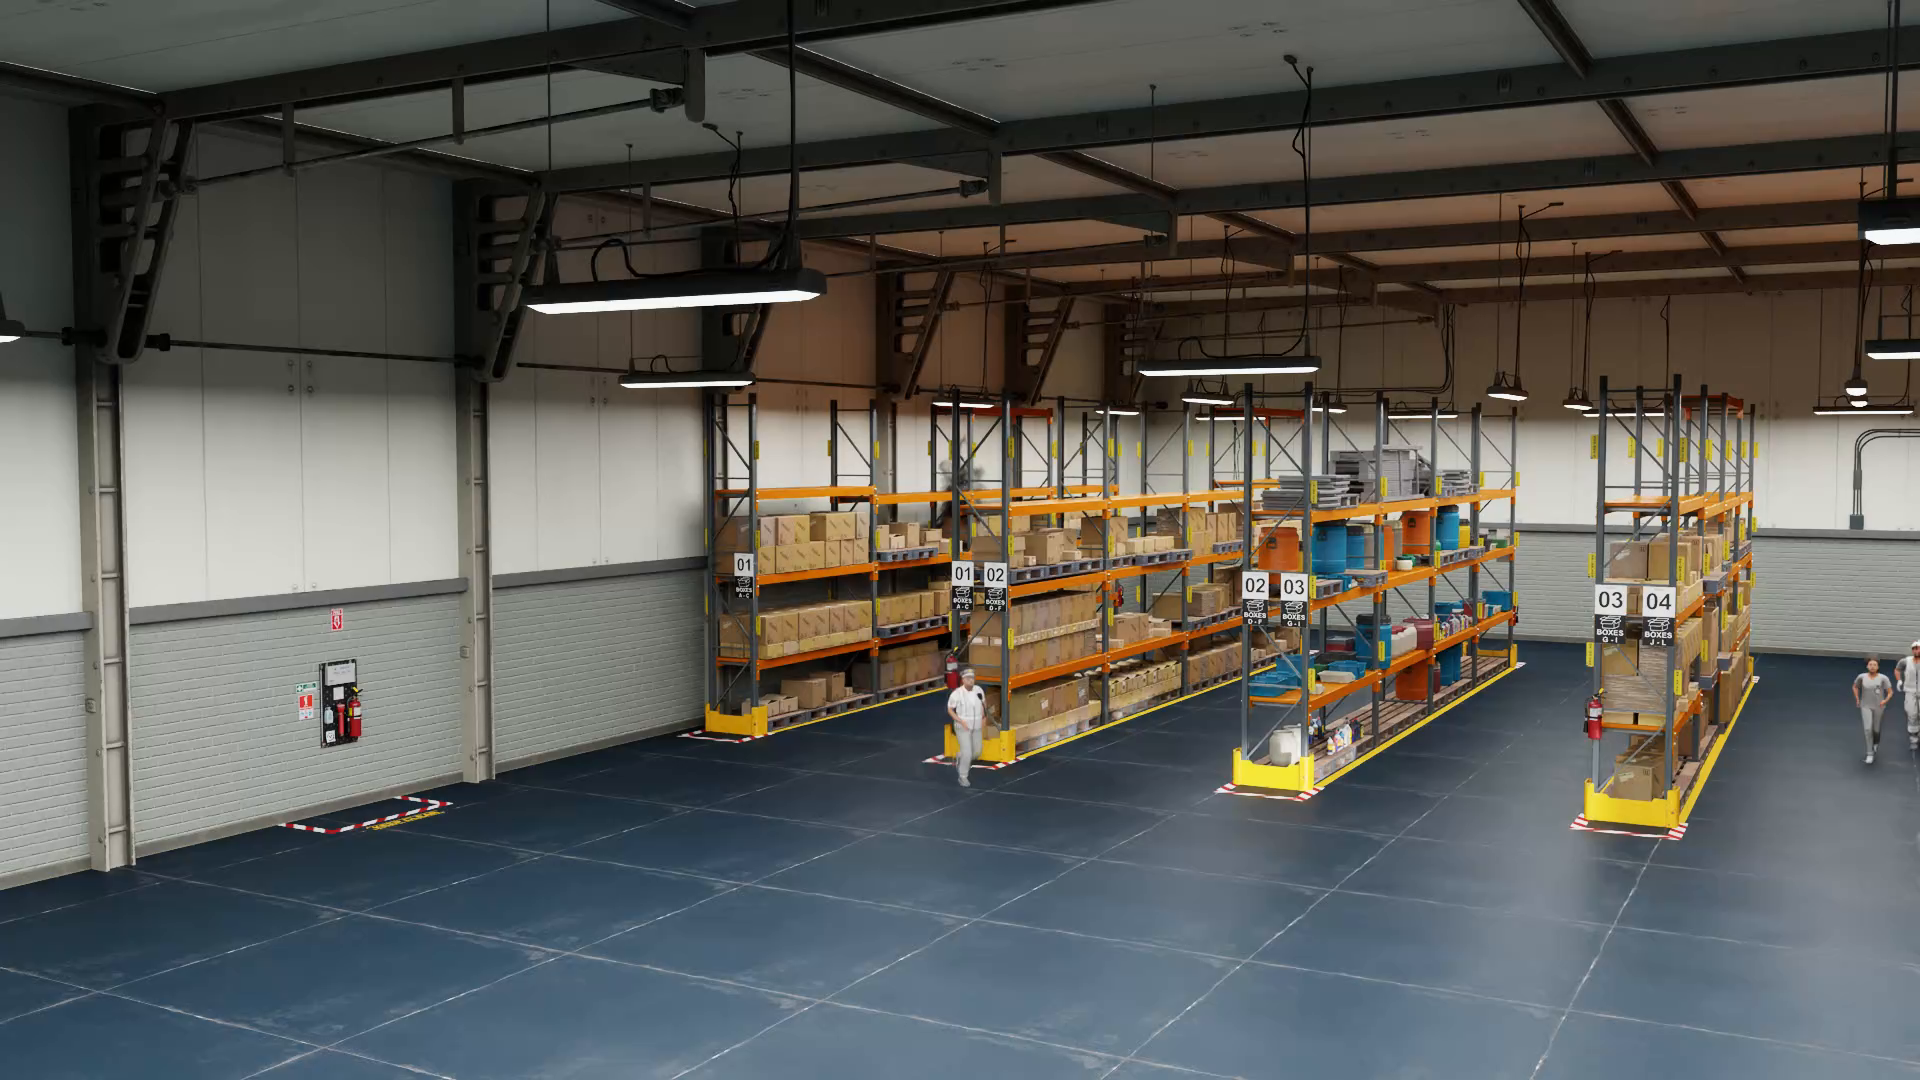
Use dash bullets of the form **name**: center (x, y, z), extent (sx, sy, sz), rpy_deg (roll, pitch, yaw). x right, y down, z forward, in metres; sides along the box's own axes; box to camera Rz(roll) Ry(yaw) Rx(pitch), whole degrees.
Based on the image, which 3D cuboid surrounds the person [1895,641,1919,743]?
- **person**: center (16.076, 2.546, 27.948), extent (0.643, 1.711, 0.749), rpy_deg (2, 3, 27)

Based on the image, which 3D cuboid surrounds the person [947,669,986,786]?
- **person**: center (0.113, 2.792, 24.995), extent (0.683, 1.763, 0.659), rpy_deg (-2, 3, -28)

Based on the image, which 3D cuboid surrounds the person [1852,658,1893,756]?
- **person**: center (14.777, 2.685, 26.938), extent (0.579, 1.580, 0.688), rpy_deg (2, 3, 28)
